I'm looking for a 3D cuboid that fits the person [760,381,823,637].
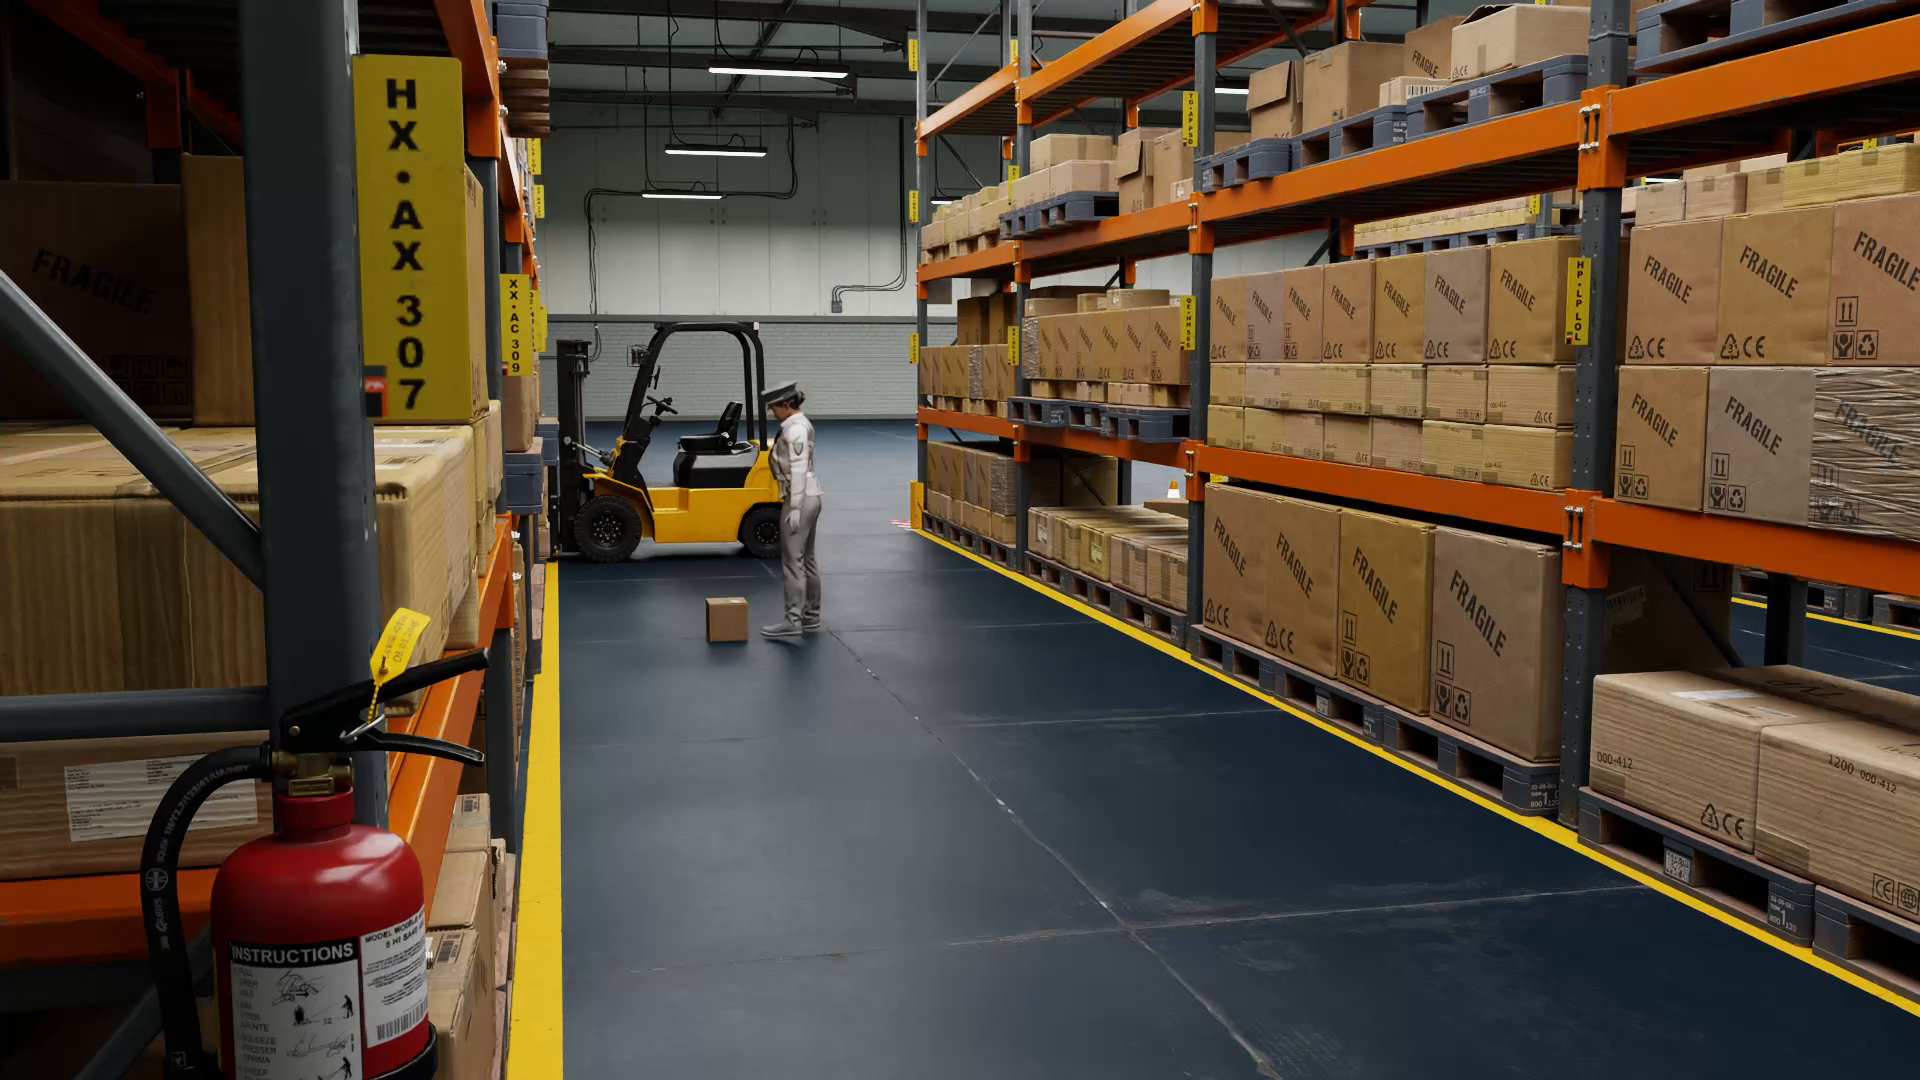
[{"bbox_3d":[-1.104,-0.211,10.945,0.406,1.668,0.523,0,6,-1],"label":"person"}]
